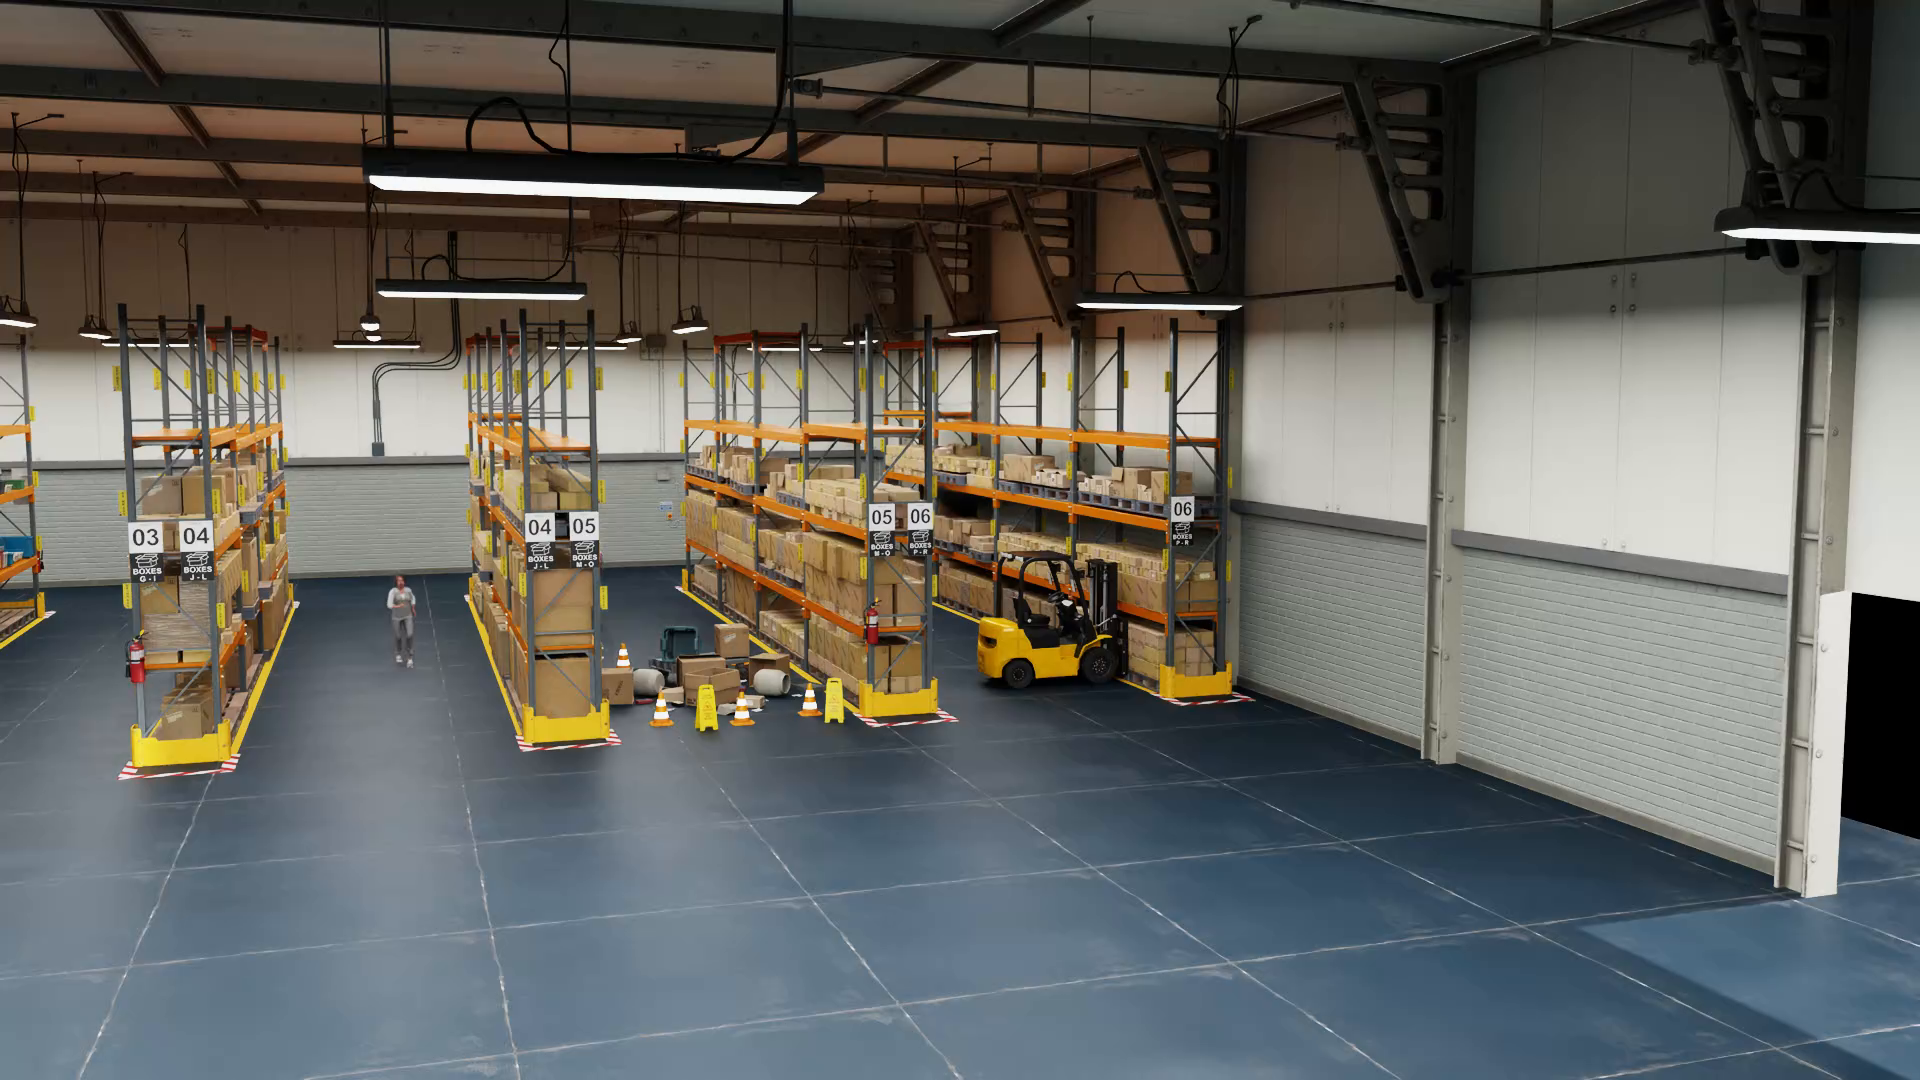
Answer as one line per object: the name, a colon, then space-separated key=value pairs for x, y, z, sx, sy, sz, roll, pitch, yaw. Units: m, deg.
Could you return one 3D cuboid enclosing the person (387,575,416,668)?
person: x=-9.830 y=1.436 z=29.318 sx=0.504 sy=1.612 sz=0.708 roll=-3 pitch=6 yaw=-26
